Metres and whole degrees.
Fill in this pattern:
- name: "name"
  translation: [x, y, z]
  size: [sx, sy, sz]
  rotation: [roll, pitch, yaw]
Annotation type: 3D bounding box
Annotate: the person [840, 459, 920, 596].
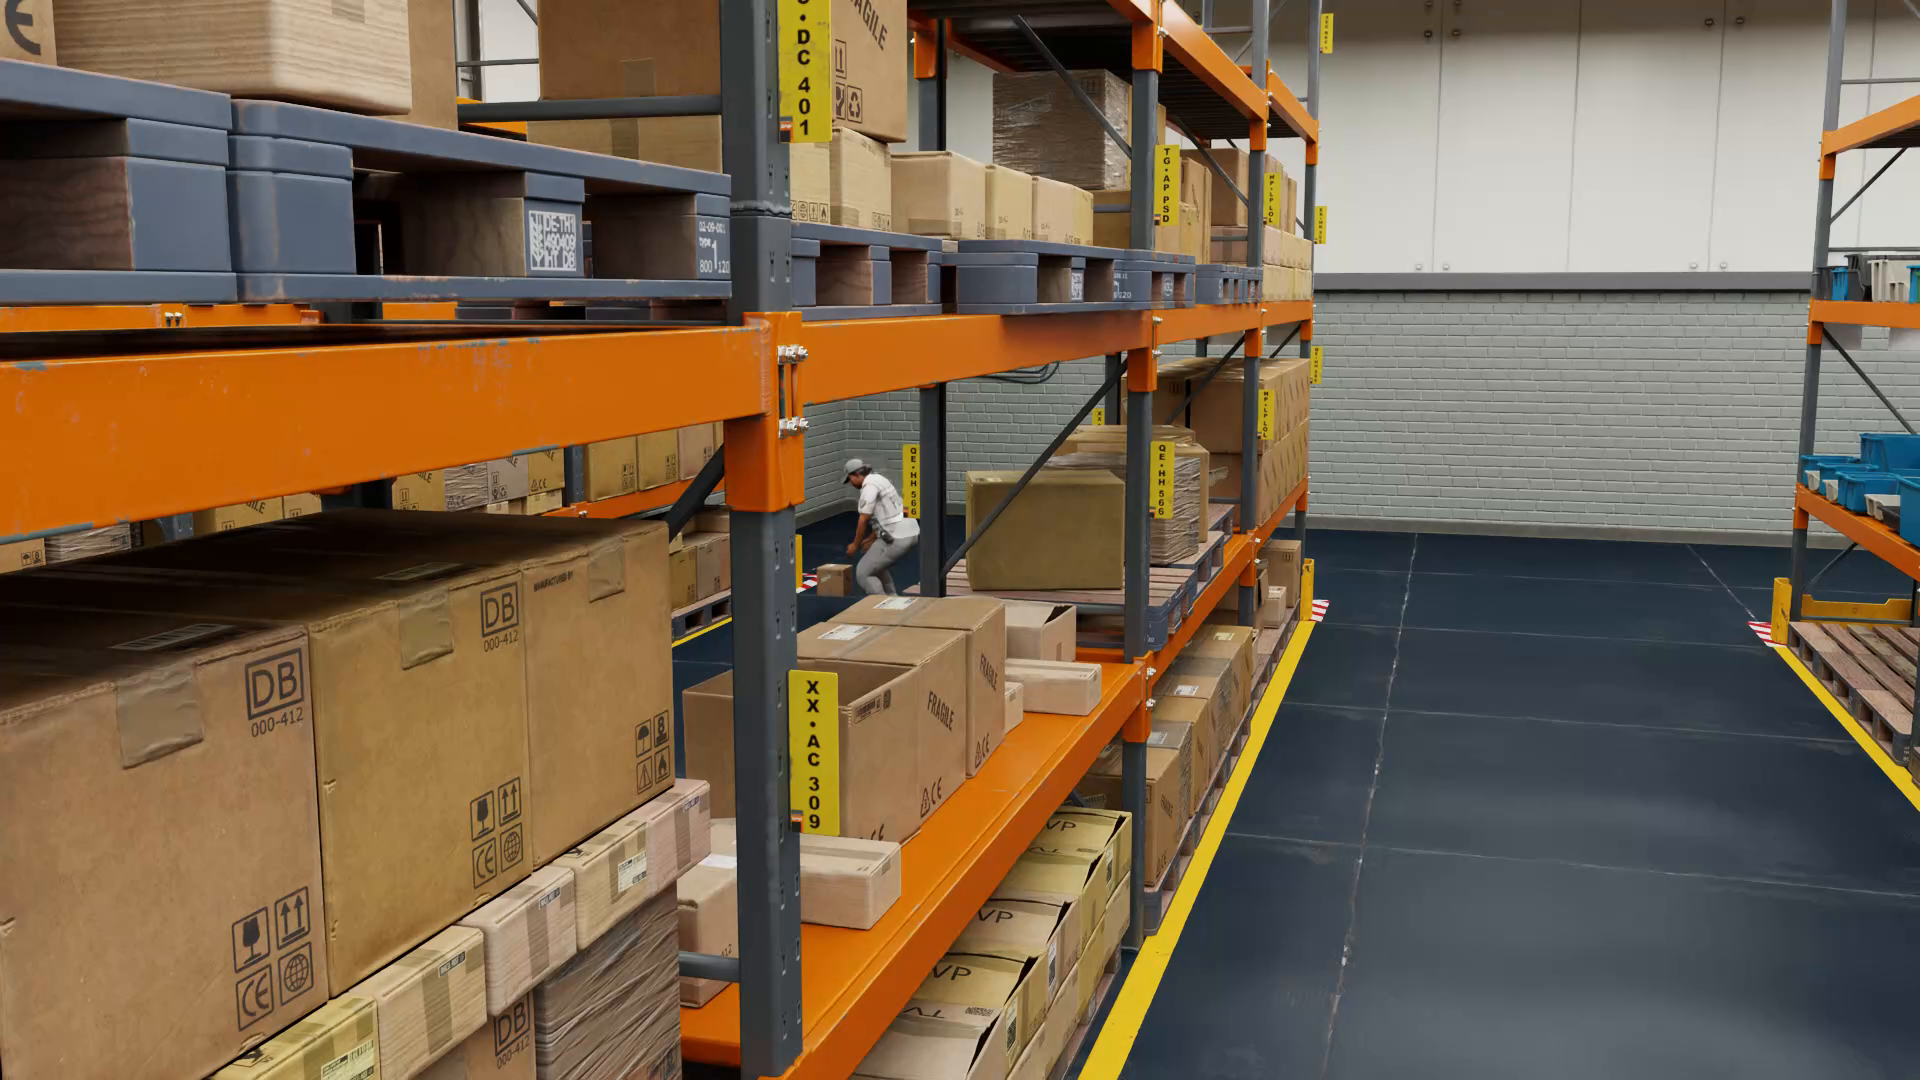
- name: "person"
  translation: [-0.714, 0.006, 14.628]
  size: [0.691, 1.432, 0.532]
  rotation: [3, 9, 17]
